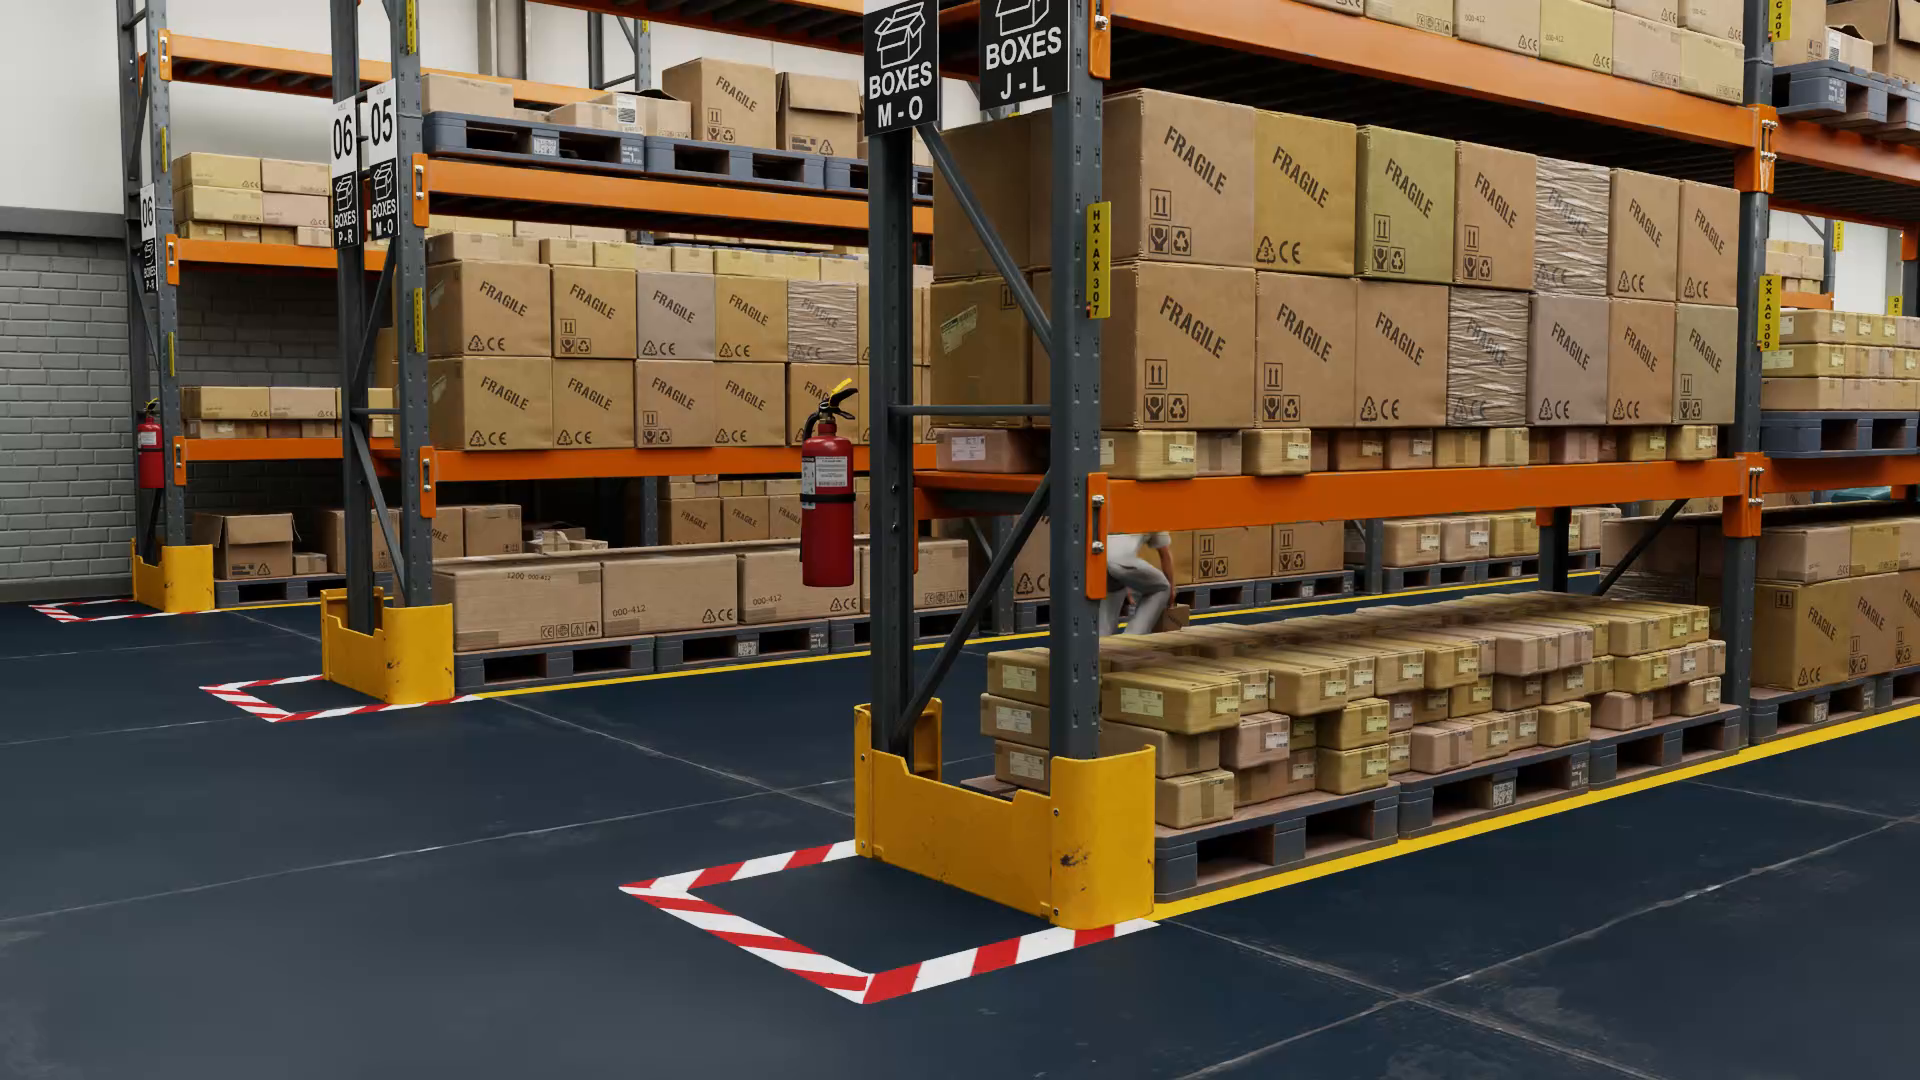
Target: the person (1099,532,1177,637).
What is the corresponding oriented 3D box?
[{"bbox_3d":[1.062,0.161,10.556,0.492,1.075,0.764,3,6,38],"label":"person"}]
